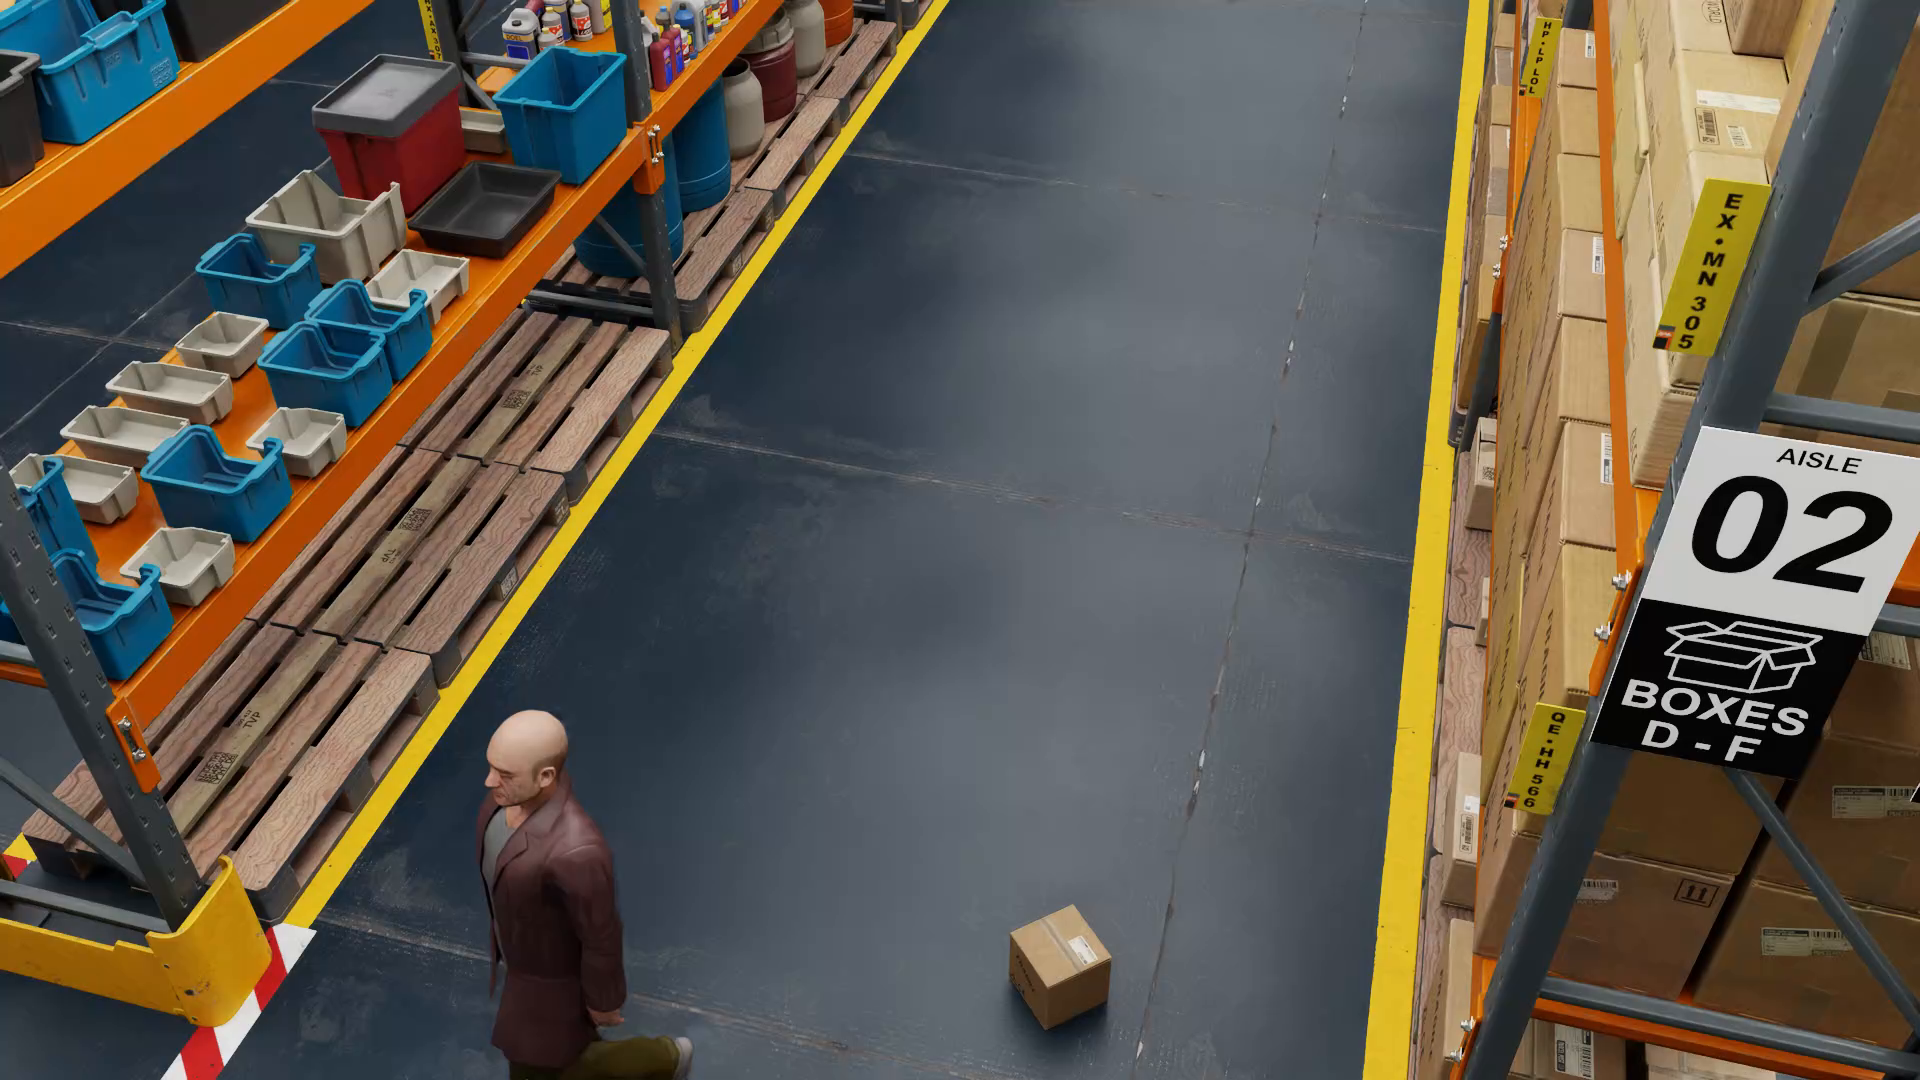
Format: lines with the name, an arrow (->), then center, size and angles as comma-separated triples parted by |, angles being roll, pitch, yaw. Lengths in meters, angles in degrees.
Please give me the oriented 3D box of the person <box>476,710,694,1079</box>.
person -> -1.144, 1.156, 4.779 | 0.573, 1.766, 0.596 | -20, 44, -22
